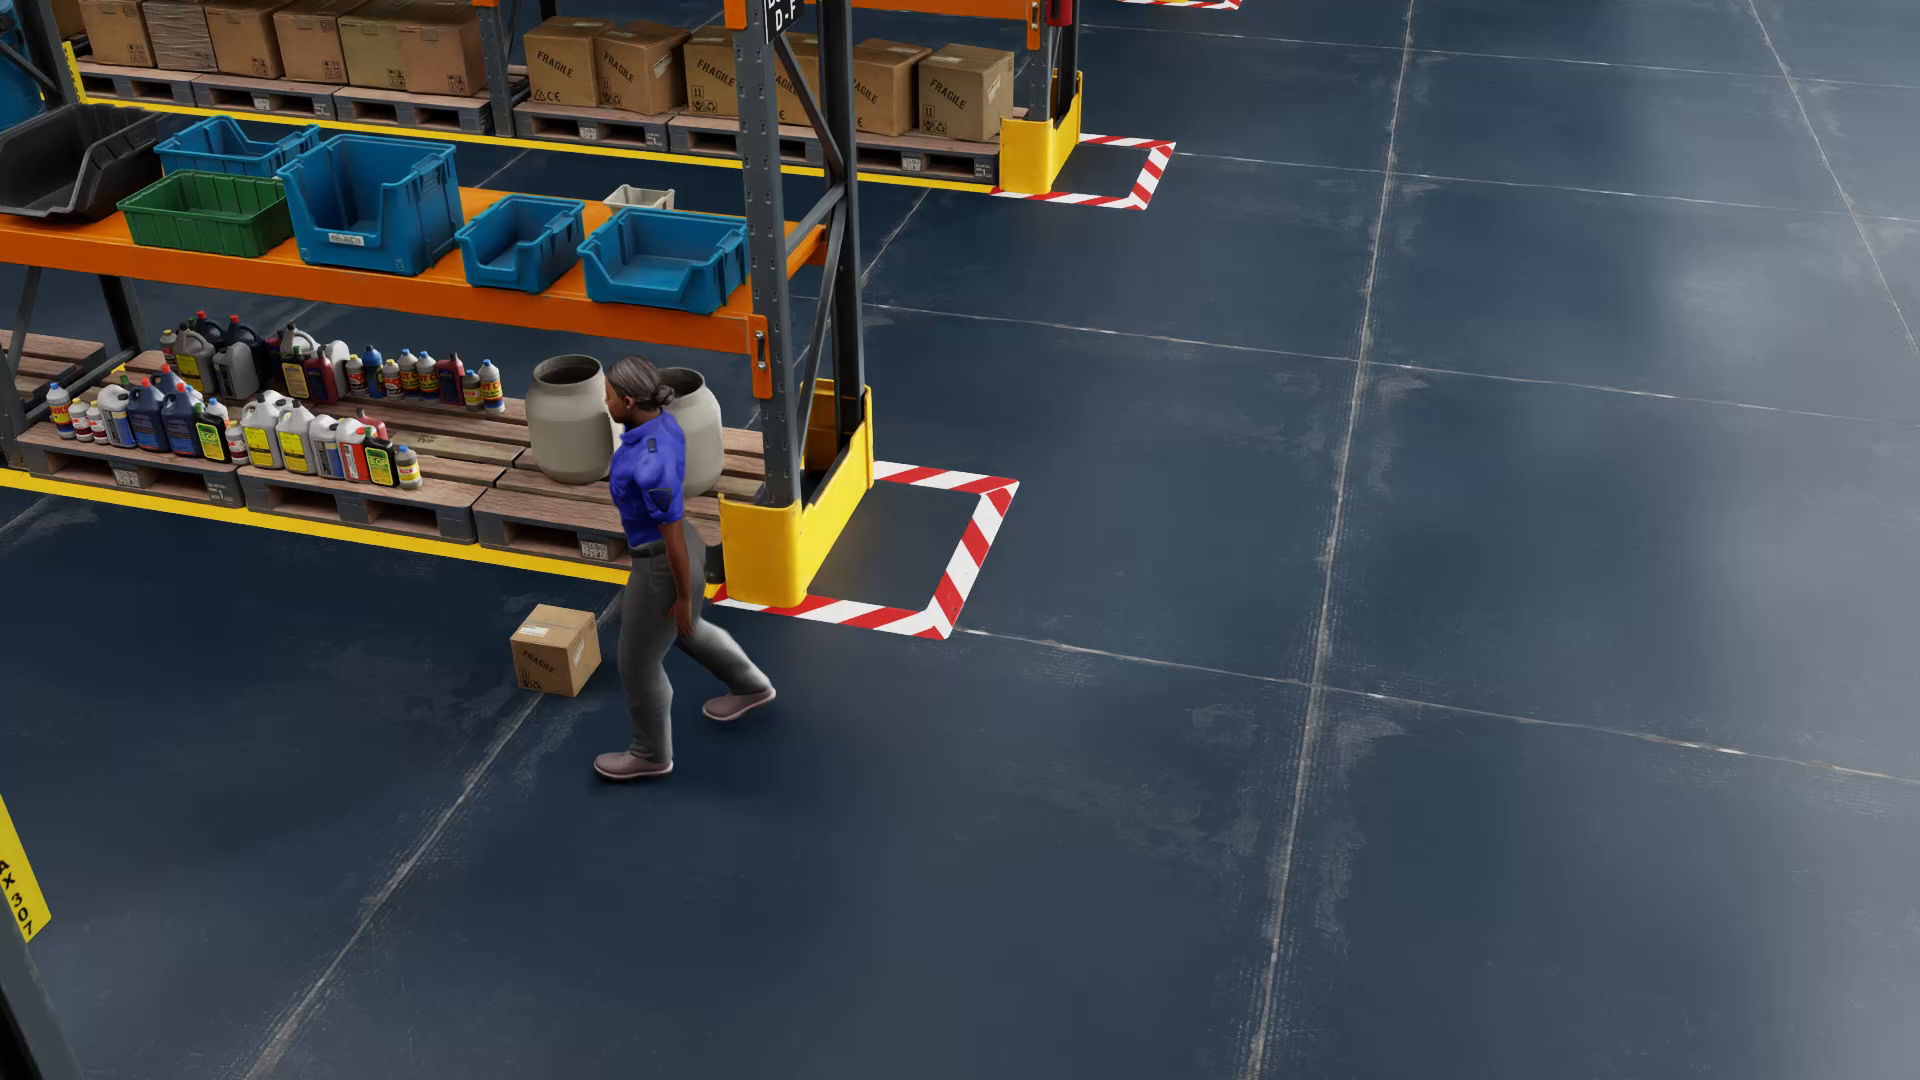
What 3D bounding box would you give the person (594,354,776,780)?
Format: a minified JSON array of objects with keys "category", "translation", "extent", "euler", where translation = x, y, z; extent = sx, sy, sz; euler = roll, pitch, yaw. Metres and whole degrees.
[{"category":"person","translation":[-1.057,0.088,5.985],"extent":[0.670,1.633,0.477],"euler":[-2,33,-4]}]
